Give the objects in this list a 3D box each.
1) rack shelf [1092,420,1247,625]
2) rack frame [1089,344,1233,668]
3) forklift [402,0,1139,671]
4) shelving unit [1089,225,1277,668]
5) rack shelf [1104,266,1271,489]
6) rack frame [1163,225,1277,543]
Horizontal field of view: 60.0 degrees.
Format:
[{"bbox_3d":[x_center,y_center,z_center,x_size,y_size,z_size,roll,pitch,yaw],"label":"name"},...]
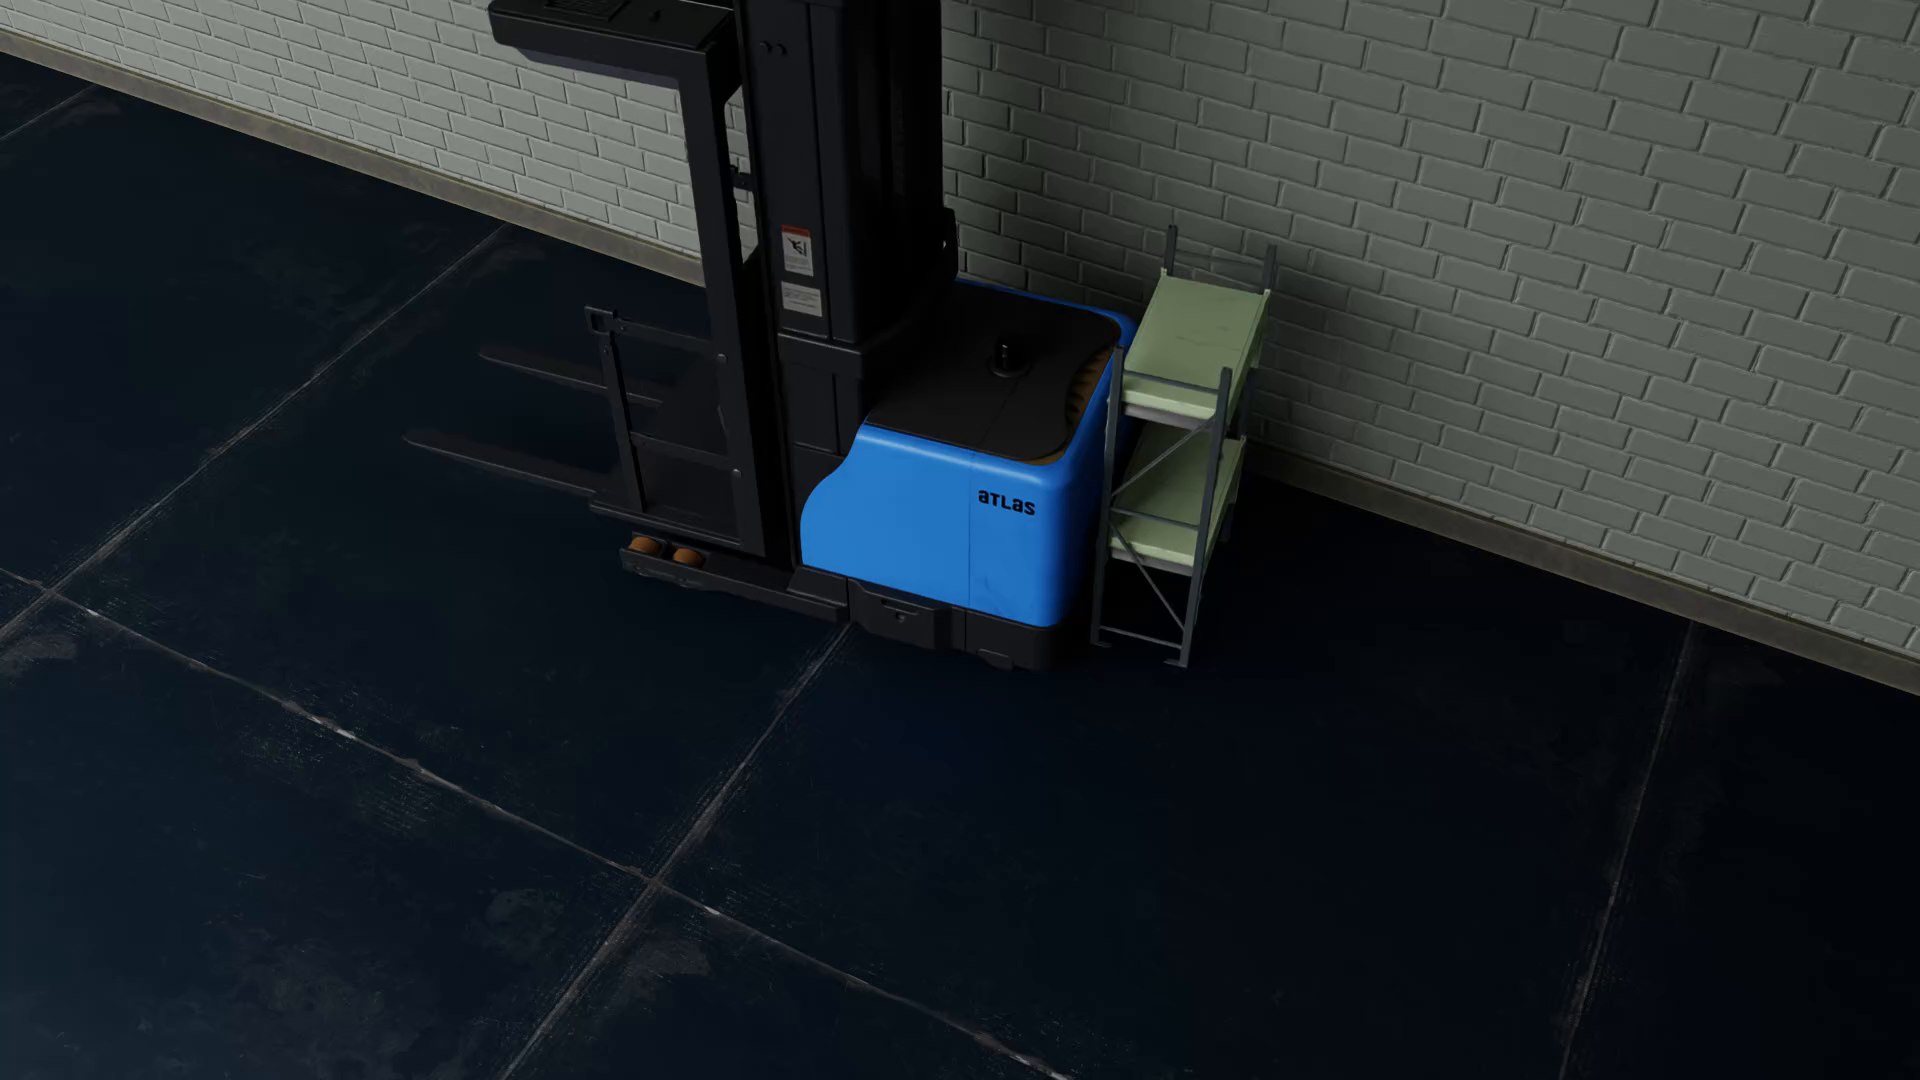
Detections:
[{"bbox_3d":[0.827,-0.093,6.526,0.431,0.370,0.720,14,47,13],"label":"rack shelf"},{"bbox_3d":[0.707,-0.076,6.051,0.400,1.500,0.023,14,47,13],"label":"rack frame"},{"bbox_3d":[-0.866,-1.170,6.126,3.031,2.935,1.130,15,47,14],"label":"forklift"},{"bbox_3d":[0.827,-0.322,6.294,0.431,1.500,0.755,14,47,13],"label":"shelving unit"},{"bbox_3d":[0.827,-0.597,6.016,0.431,0.370,0.720,14,47,13],"label":"rack shelf"},{"bbox_3d":[0.947,-0.568,6.537,0.400,1.500,0.023,14,47,13],"label":"rack frame"}]
